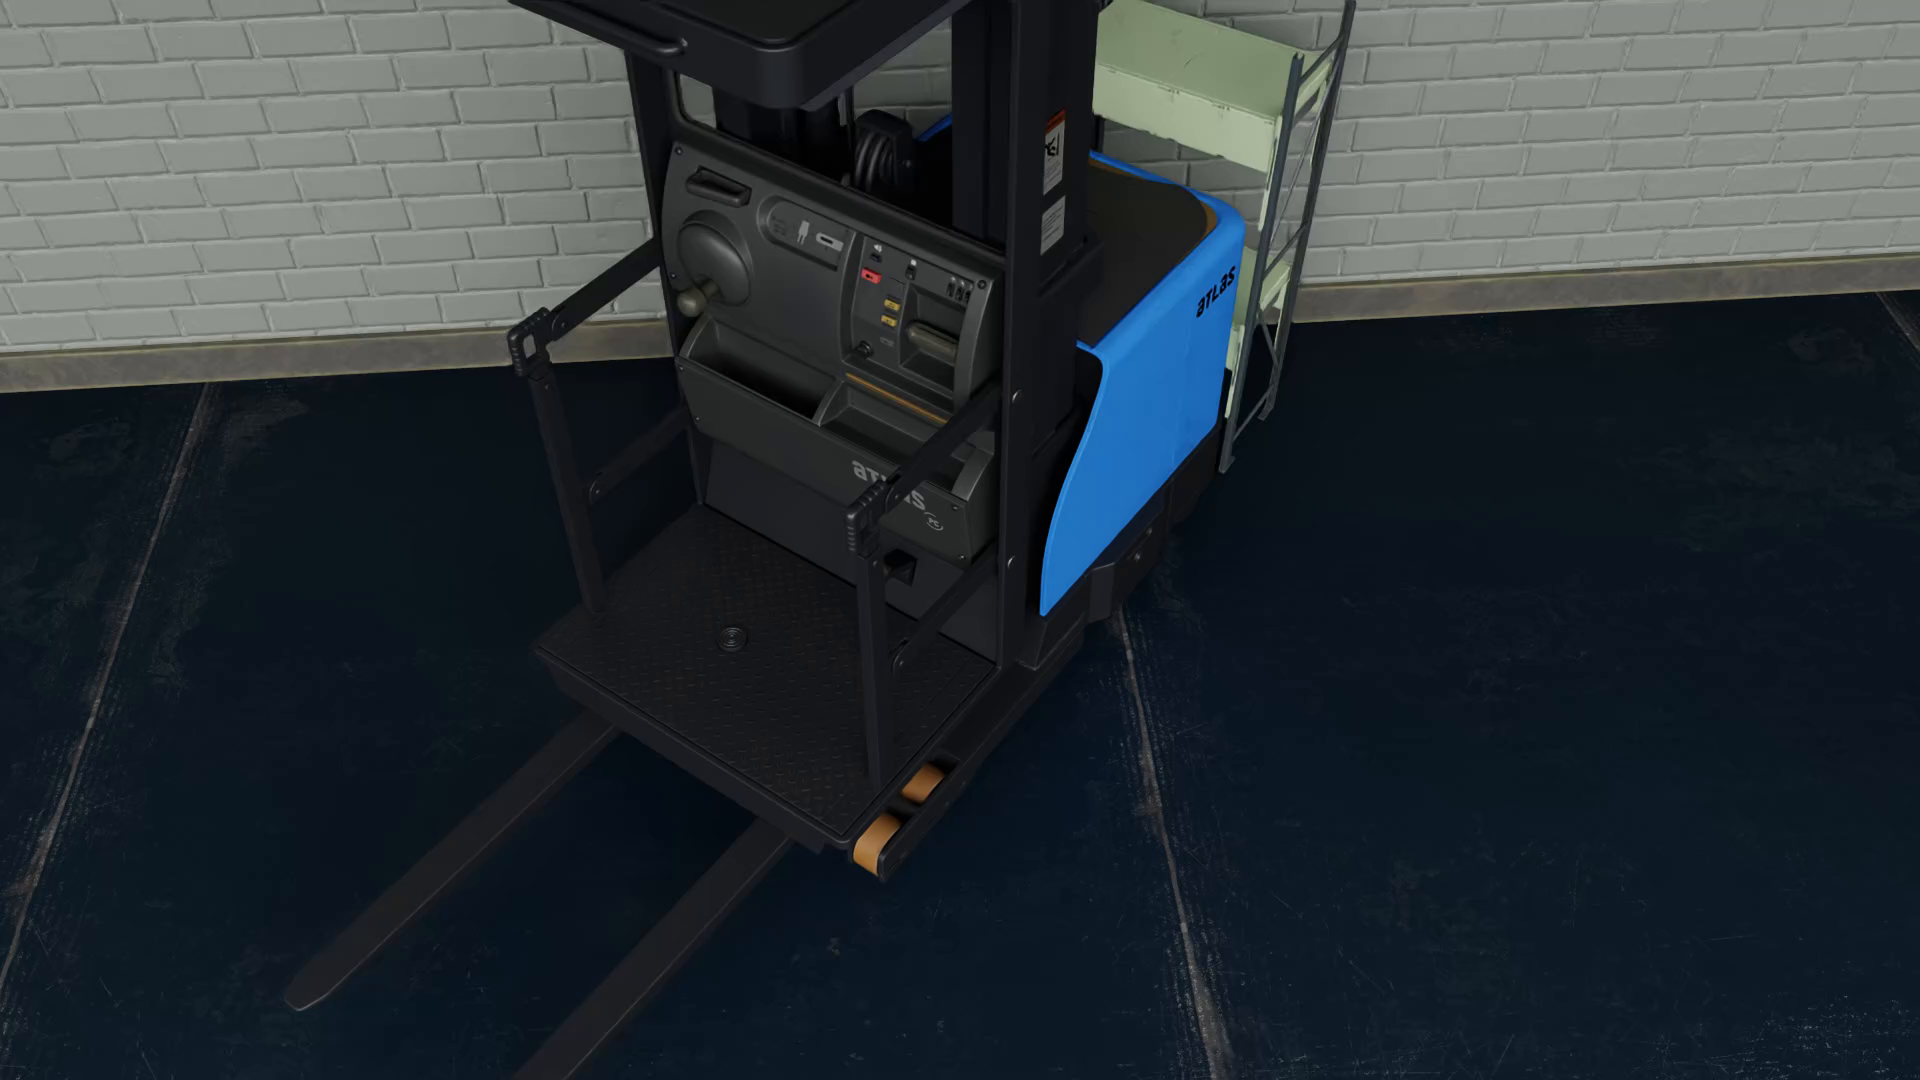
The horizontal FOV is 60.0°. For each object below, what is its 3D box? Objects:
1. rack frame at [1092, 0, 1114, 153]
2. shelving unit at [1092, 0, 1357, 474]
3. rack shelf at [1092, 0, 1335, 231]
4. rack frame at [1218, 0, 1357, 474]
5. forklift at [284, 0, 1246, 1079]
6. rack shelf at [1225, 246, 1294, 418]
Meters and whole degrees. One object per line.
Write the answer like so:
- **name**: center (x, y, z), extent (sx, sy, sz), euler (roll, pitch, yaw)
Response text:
- **rack frame**: center (0.348, -1.145, 5.278), extent (0.023, 1.500, 0.400), euler (24, 50, 21)
- **shelving unit**: center (0.660, -1.003, 5.149), extent (0.755, 1.500, 0.431), euler (24, 50, 21)
- **rack shelf**: center (0.667, -1.275, 4.868), extent (0.720, 0.370, 0.431), euler (24, 50, 21)
- **rack frame**: center (0.972, -0.861, 5.019), extent (0.023, 1.500, 0.400), euler (24, 50, 21)
- **forklift**: center (-0.446, -0.528, 3.731), extent (1.130, 2.935, 3.031), euler (27, 52, 24)
- **rack shelf**: center (0.654, -0.777, 5.383), extent (0.720, 0.370, 0.431), euler (24, 50, 21)
